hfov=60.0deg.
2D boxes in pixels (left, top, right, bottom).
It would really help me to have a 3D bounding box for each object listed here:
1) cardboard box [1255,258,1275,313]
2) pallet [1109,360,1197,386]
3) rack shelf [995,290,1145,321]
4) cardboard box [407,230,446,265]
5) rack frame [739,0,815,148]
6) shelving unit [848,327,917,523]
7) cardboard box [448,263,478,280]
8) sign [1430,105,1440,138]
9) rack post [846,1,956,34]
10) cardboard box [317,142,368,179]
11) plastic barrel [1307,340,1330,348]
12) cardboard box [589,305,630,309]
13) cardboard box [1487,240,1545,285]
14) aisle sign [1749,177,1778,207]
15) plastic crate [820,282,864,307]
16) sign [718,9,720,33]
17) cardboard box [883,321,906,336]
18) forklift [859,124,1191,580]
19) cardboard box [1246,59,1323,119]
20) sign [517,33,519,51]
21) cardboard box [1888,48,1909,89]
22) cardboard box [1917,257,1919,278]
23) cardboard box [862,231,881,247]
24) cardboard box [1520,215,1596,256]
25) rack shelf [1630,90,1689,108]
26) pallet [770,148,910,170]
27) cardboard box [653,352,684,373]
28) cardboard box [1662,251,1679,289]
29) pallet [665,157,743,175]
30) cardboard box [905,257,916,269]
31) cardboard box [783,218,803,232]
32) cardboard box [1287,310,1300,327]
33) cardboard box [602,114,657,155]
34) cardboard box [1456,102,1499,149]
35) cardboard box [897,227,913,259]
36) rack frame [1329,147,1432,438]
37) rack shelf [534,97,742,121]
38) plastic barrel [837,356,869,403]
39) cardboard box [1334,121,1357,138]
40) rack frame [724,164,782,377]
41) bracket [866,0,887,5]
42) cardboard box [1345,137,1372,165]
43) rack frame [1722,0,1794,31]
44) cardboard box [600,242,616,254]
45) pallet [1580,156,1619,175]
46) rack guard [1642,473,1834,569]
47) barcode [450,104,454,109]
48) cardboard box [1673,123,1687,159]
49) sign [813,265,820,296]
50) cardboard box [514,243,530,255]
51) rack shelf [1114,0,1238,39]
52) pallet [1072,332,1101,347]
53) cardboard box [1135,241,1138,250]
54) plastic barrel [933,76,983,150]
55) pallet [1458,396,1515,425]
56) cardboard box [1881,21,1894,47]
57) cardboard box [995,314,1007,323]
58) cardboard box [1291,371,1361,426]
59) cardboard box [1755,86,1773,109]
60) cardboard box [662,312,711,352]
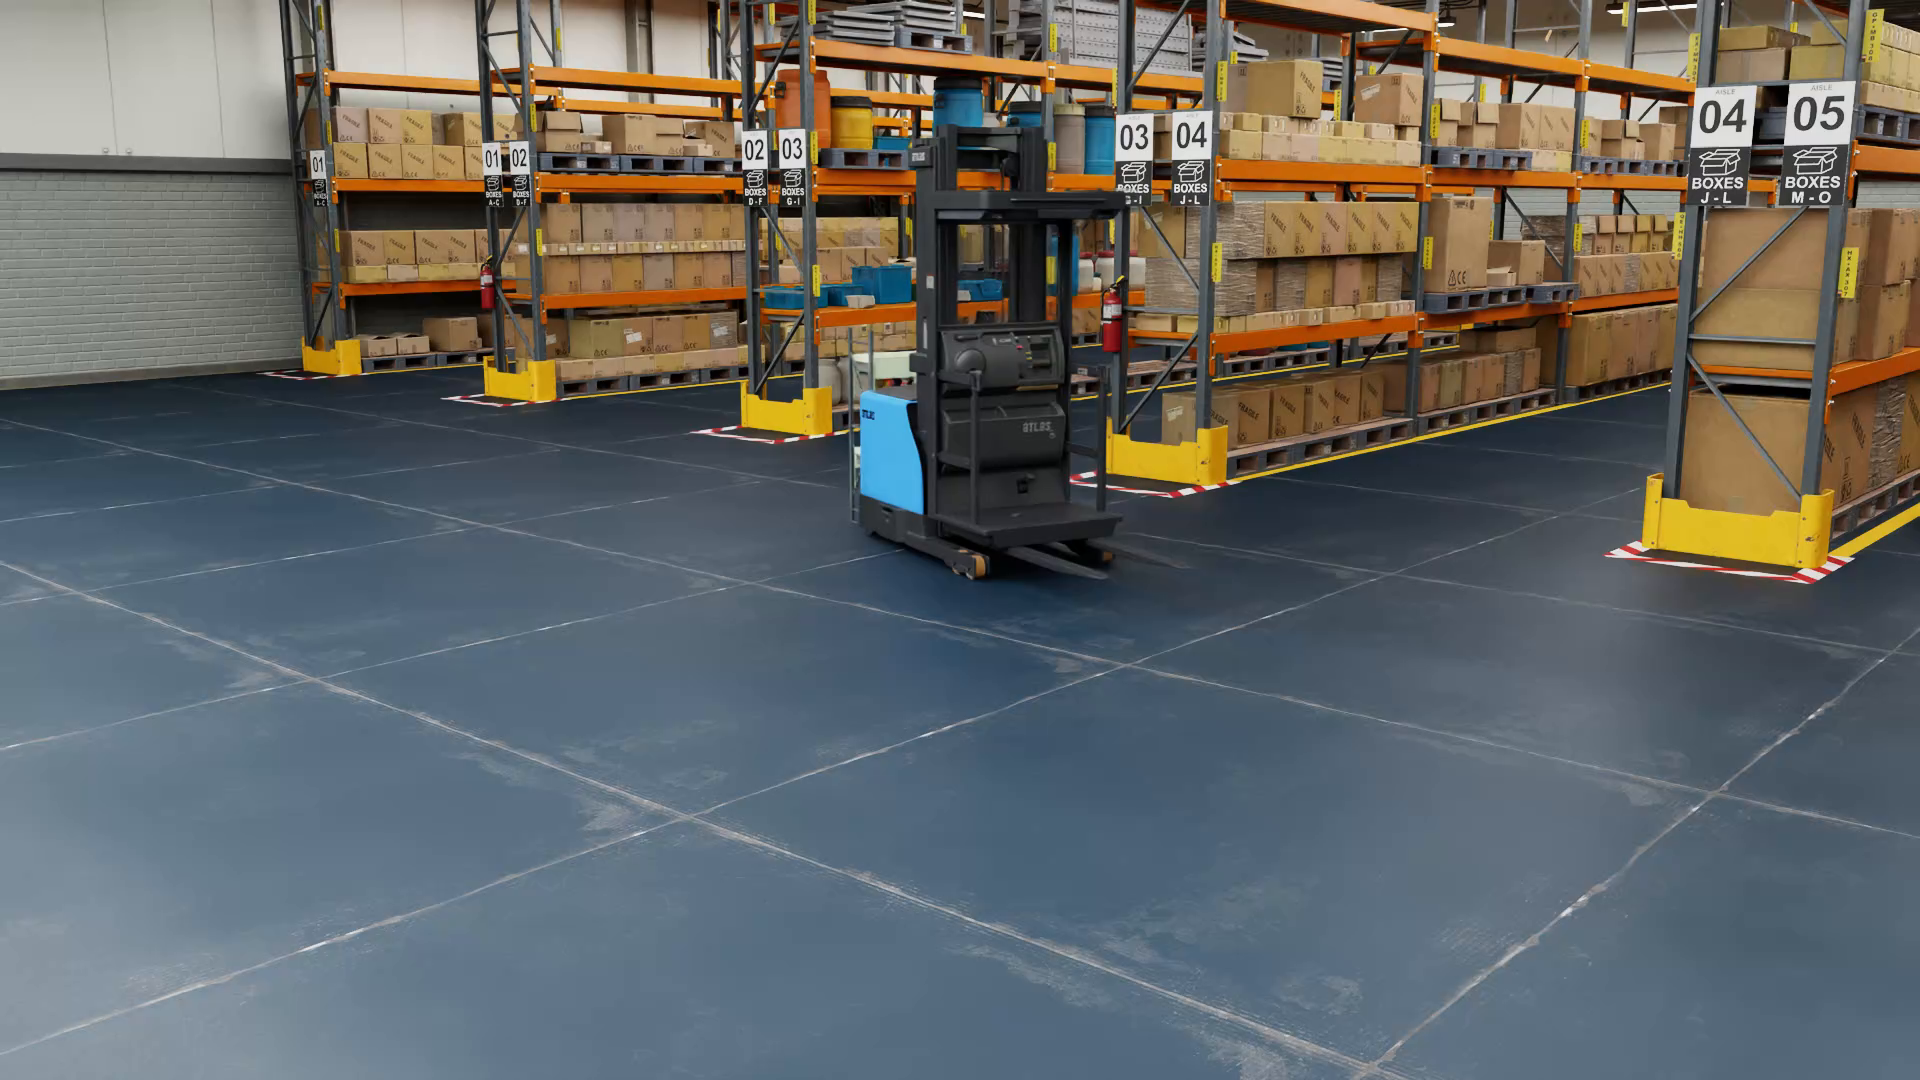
[{"bbox_3d":[2.418,-2.393,15.518,0.875,0.500,0.500,10,15,40],"label":"cardboard box"},{"bbox_3d":[2.814,-2.372,23.551,1.003,0.211,1.213,10,15,40],"label":"pallet"},{"bbox_3d":[2.035,-3.202,22.420,1.077,0.370,4.000,10,15,40],"label":"rack shelf"},{"bbox_3d":[-8.147,-4.435,25.174,0.500,0.500,0.500,9,14,39],"label":"cardboard box"},{"bbox_3d":[-1.926,-5.614,17.342,1.000,3.000,0.127,10,15,40],"label":"rack frame"},{"bbox_3d":[-0.427,-0.881,12.791,0.755,1.500,0.431,-6,13,-28],"label":"shelving unit"},{"bbox_3d":[-7.799,-4.146,25.644,0.500,0.250,0.500,10,15,41],"label":"cardboard box"},{"bbox_3d":[4.848,-4.275,16.980,0.100,0.325,0.005,10,15,40],"label":"sign"},{"bbox_3d":[-0.670,-5.866,18.797,0.937,0.300,0.954,9,15,39],"label":"rack post"},{"bbox_3d":[-8.959,-5.499,24.122,0.500,0.500,0.500,10,15,42],"label":"cardboard box"},{"bbox_3d":[5.623,-3.536,26.544,0.600,0.901,0.708,10,15,40],"label":"plastic barrel"},{"bbox_3d":[-5.966,-4.075,28.297,0.500,0.250,0.500,9,15,39],"label":"cardboard box"},{"bbox_3d":[6.456,-3.284,19.666,0.500,0.500,0.700,-9,15,-39],"label":"cardboard box"},{"bbox_3d":[12.629,-5.632,26.114,0.394,0.787,0.004,10,15,40],"label":"aisle sign"},{"bbox_3d":[-1.387,-2.806,18.982,0.499,0.251,0.408,10,15,40],"label":"plastic crate"},{"bbox_3d":[-3.419,-7.408,23.741,0.100,0.325,0.005,10,15,40],"label":"sign"},{"bbox_3d":[-1.198,-3.362,25.903,0.500,0.311,0.500,10,15,40],"label":"cardboard box"},{"bbox_3d":[0.401,-1.278,11.127,1.130,2.935,3.031,-6,13,-28],"label":"forklift"},{"bbox_3d":[2.977,-4.126,15.261,0.500,0.500,0.500,10,15,40],"label":"cardboard box"},{"bbox_3d":[-7.148,-8.090,26.950,0.100,0.325,0.005,10,15,40],"label":"sign"},{"bbox_3d":[6.299,-3.286,11.644,0.500,0.250,0.500,10,15,40],"label":"cardboard box"},{"bbox_3d":[7.549,-2.421,13.535,0.875,0.550,0.550,10,15,40],"label":"cardboard box"},{"bbox_3d":[-1.891,-5.746,32.256,0.500,0.500,0.500,10,15,41],"label":"cardboard box"},{"bbox_3d":[7.570,-3.855,21.037,0.797,0.503,0.637,10,15,42],"label":"cardboard box"},{"bbox_3d":[11.036,-6.484,24.559,1.077,0.370,4.000,10,15,40],"label":"rack shelf"},{"bbox_3d":[-1.306,-4.159,18.201,1.003,0.211,1.213,10,15,40],"label":"pallet"},{"bbox_3d":[-4.132,-2.441,22.722,0.500,0.250,0.500,10,15,40],"label":"cardboard box"},{"bbox_3d":[9.612,-3.742,23.032,0.500,0.500,0.500,10,15,41],"label":"cardboard box"},{"bbox_3d":[-3.547,-5.200,23.155,1.003,0.211,1.213,10,15,40],"label":"pallet"},{"bbox_3d":[-0.636,-4.398,26.801,0.500,0.311,0.500,11,16,44],"label":"cardboard box"},{"bbox_3d":[-3.239,-5.815,30.686,0.500,0.250,0.500,9,15,40],"label":"cardboard box"},{"bbox_3d":[2.982,-2.104,15.729,0.380,0.149,0.250,10,15,40],"label":"cardboard box"},{"bbox_3d":[-4.343,-5.316,21.827,0.500,0.500,0.500,10,15,40],"label":"cardboard box"},{"bbox_3d":[5.441,-4.543,18.302,0.797,0.503,0.637,11,15,43],"label":"cardboard box"},{"bbox_3d":[-1.076,-5.943,33.542,0.980,0.700,0.700,10,15,41],"label":"cardboard box"},{"bbox_3d":[4.435,-2.620,17.670,1.000,3.000,0.127,10,15,40],"label":"rack frame"},{"bbox_3d":[-5.407,-7.228,28.285,1.077,0.370,4.000,10,15,40],"label":"rack shelf"},{"bbox_3d":[-1.218,-1.838,19.036,0.421,0.512,0.421,0,11,0],"label":"plastic barrel"},{"bbox_3d":[3.571,-3.933,15.951,0.380,0.149,0.250,11,16,43],"label":"cardboard box"},{"bbox_3d":[-3.004,-3.901,24.086,1.000,3.000,0.127,10,15,40],"label":"rack frame"},{"bbox_3d":[-1.641,-10.533,32.782,0.235,0.232,0.430,10,15,40],"label":"bracket"},{"bbox_3d":[3.645,-3.765,16.130,0.500,0.250,0.500,10,15,40],"label":"cardboard box"},{"bbox_3d":[12.356,-7.327,25.922,1.000,3.000,0.127,10,15,40],"label":"rack frame"},{"bbox_3d":[-4.717,-3.822,21.779,0.380,0.149,0.250,9,15,39],"label":"cardboard box"},{"bbox_3d":[7.461,-4.688,20.850,1.213,0.211,1.003,11,16,43],"label":"pallet"},{"bbox_3d":[5.438,-0.146,11.666,1.175,0.500,0.348,10,15,40],"label":"rack guard"},{"bbox_3d":[-7.968,-6.795,26.064,0.001,0.075,0.075,10,15,40],"label":"barcode"},{"bbox_3d":[10.187,-5.695,23.824,0.700,0.500,0.500,9,14,37],"label":"cardboard box"},{"bbox_3d":[-1.516,-2.736,17.544,0.100,0.325,0.005,10,15,40],"label":"sign"},{"bbox_3d":[-5.535,-3.761,21.471,0.380,0.149,0.250,9,15,39],"label":"cardboard box"},{"bbox_3d":[3.597,-9.591,30.609,1.077,0.370,4.000,10,15,40],"label":"rack shelf"},{"bbox_3d":[1.768,-3.586,29.628,1.003,0.211,1.213,10,15,40],"label":"pallet"},{"bbox_3d":[3.154,-5.243,30.547,0.500,0.500,0.500,10,15,41],"label":"cardboard box"},{"bbox_3d":[-0.023,-5.050,19.829,0.600,0.901,0.708,10,15,40],"label":"plastic barrel"},{"bbox_3d":[5.753,-1.548,19.421,1.003,0.211,1.213,10,15,40],"label":"pallet"},{"bbox_3d":[6.079,-3.414,11.264,0.380,0.149,0.250,10,15,41],"label":"cardboard box"},{"bbox_3d":[0.493,-3.588,27.773,0.500,0.500,0.500,9,14,38],"label":"cardboard box"},{"bbox_3d":[3.769,-1.461,17.178,0.500,0.500,0.500,-7,13,-30],"label":"cardboard box"},{"bbox_3d":[5.419,-3.071,11.583,0.380,0.149,0.250,10,15,40],"label":"cardboard box"},{"bbox_3d":[-3.812,-2.884,23.026,0.500,0.500,0.500,10,15,40],"label":"cardboard box"}]
